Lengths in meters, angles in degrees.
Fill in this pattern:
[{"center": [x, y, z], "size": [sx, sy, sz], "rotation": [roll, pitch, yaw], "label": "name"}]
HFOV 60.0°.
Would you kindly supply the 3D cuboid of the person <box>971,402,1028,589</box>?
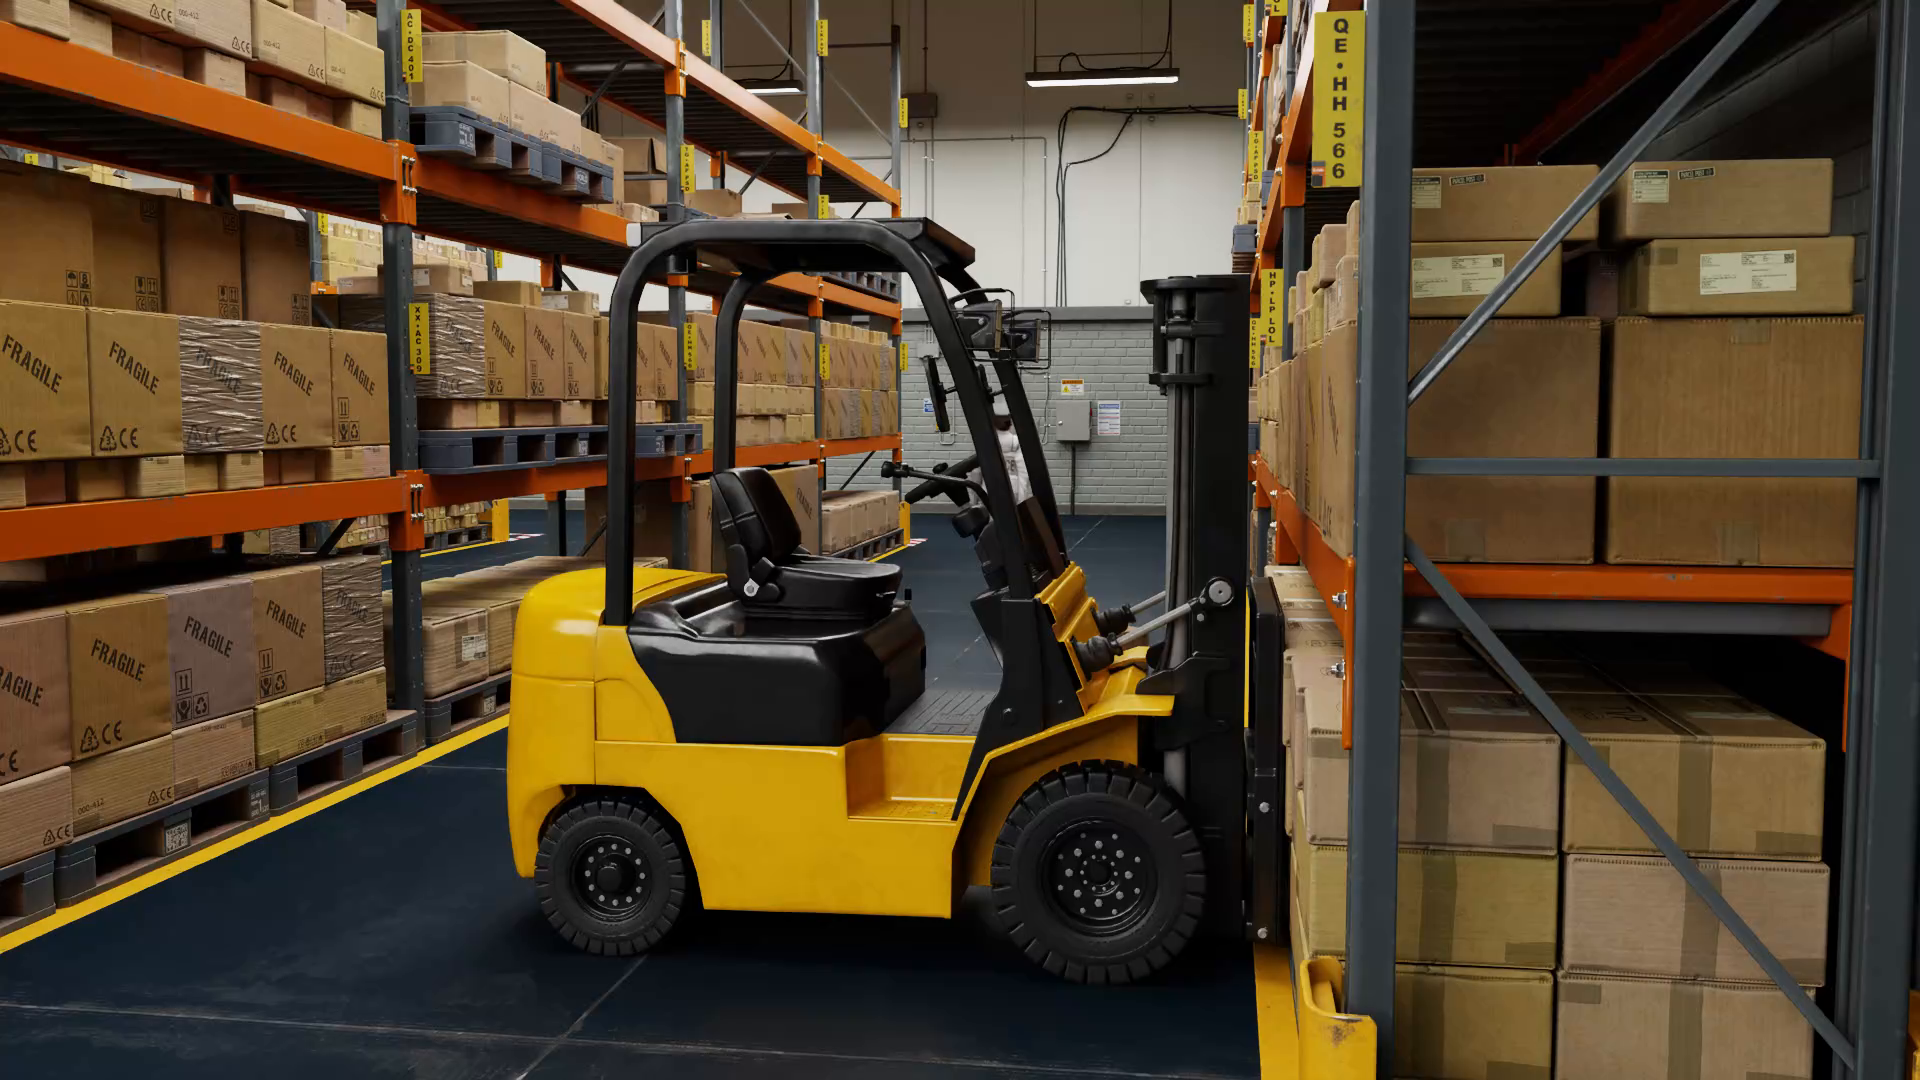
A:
[{"center": [0.345, -0.388, 14.579], "size": [0.495, 1.631, 1.004], "rotation": [0, 5, -1], "label": "person"}]
